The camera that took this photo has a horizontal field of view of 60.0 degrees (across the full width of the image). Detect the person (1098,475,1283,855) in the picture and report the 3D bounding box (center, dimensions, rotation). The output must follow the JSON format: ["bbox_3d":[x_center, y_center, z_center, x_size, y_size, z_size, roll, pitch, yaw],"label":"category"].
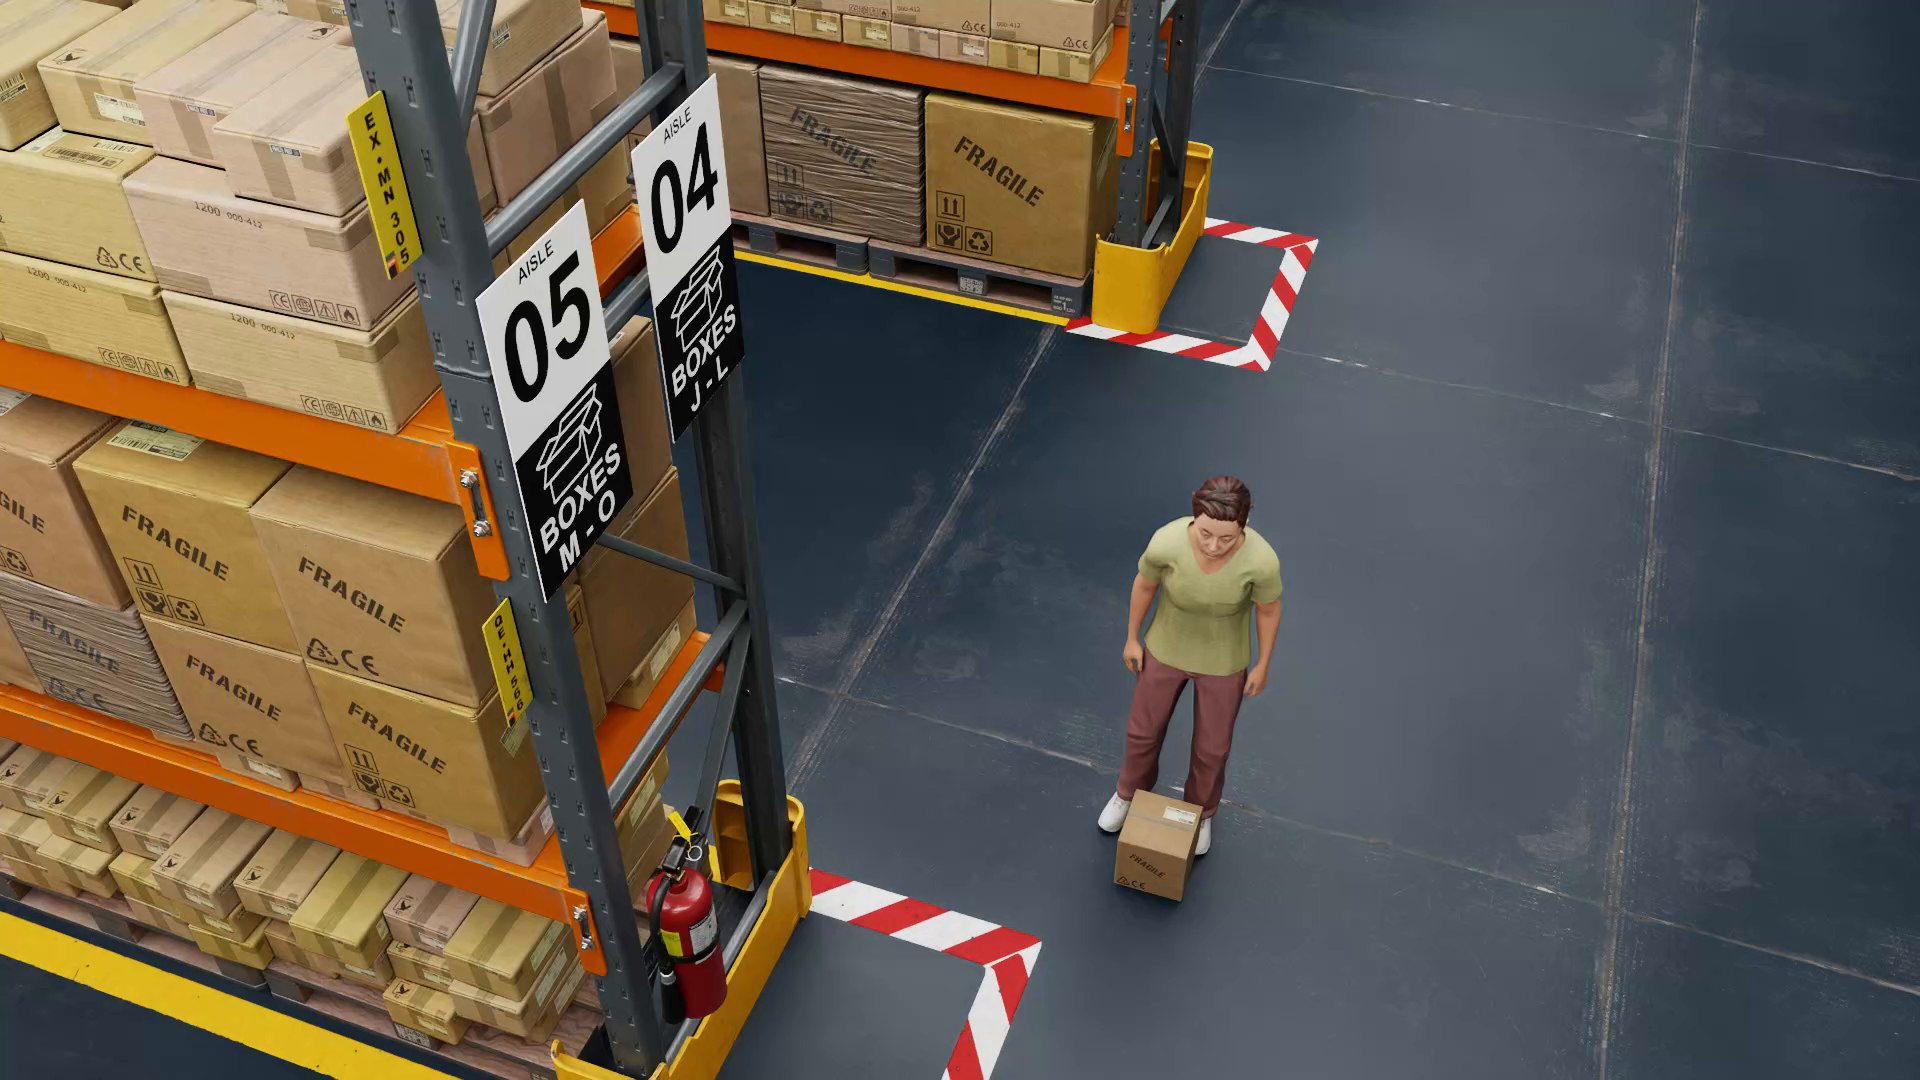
[{"bbox_3d":[0.801,0.415,5.697,0.521,1.668,0.358,12,43,13],"label":"person"}]
